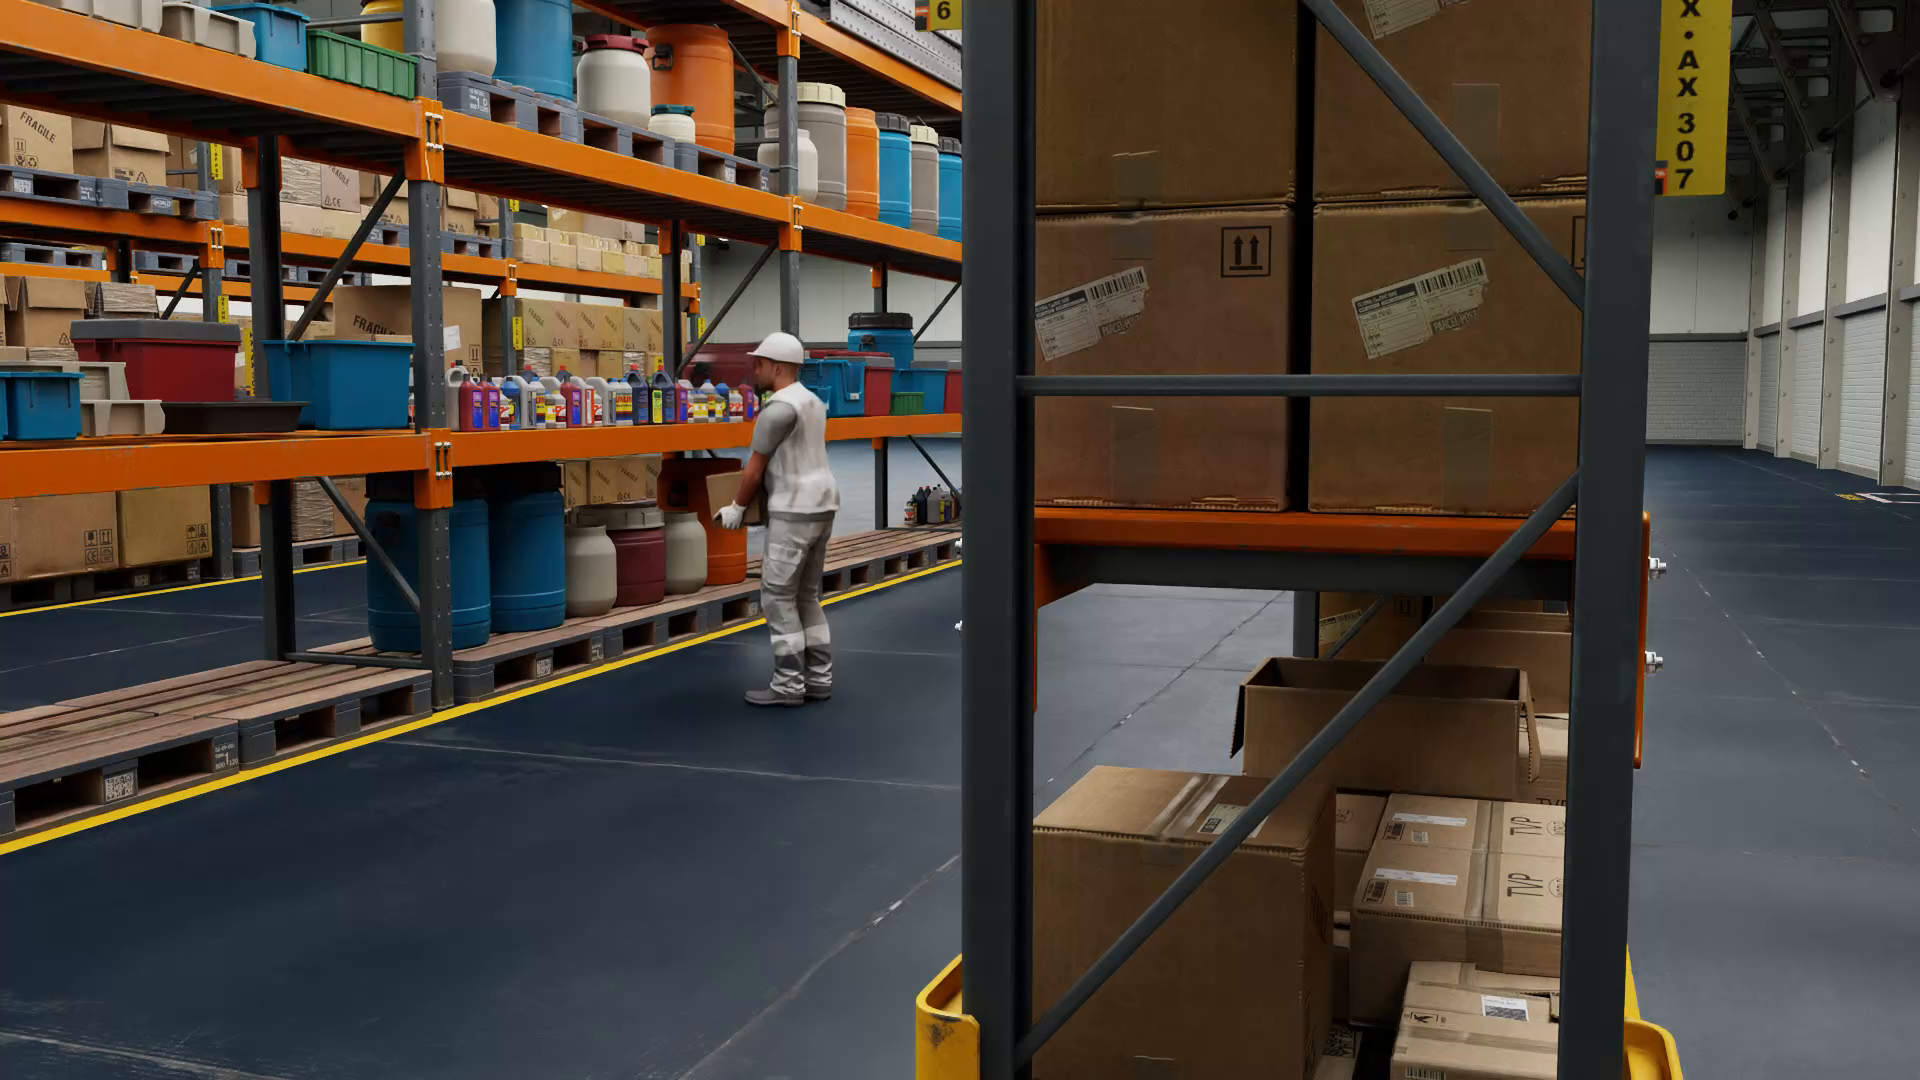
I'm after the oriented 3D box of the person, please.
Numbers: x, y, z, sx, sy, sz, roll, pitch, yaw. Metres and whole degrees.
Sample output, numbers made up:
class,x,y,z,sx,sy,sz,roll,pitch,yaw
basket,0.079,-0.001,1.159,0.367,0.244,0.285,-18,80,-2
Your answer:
class,x,y,z,sx,sy,sz,roll,pitch,yaw
person,-0.875,-0.101,7.987,0.569,1.777,0.494,2,5,18
